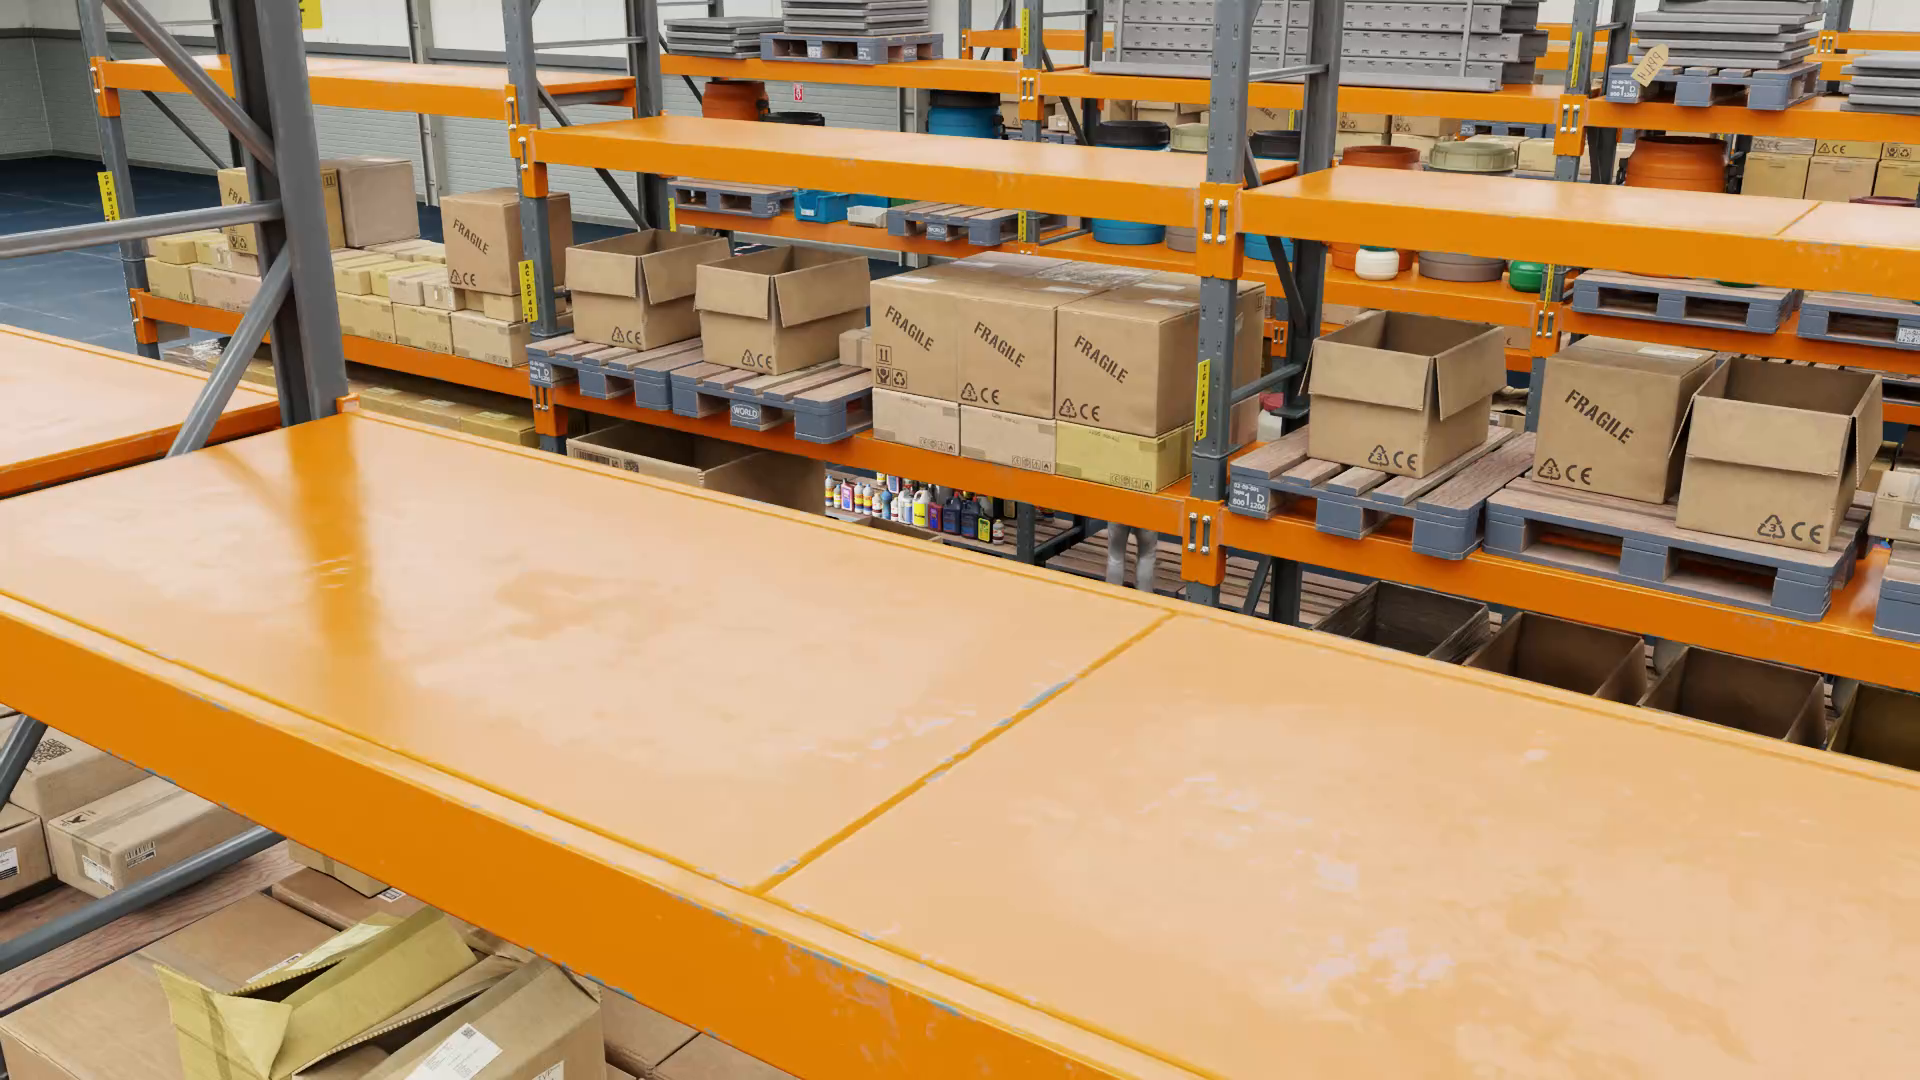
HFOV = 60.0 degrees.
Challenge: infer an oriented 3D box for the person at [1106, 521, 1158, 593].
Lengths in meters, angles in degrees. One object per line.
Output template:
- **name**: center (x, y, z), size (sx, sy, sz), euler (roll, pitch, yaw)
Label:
- **person**: center (1.363, -0.281, 13.017), size (0.505, 1.763, 0.572), euler (6, 21, 17)
